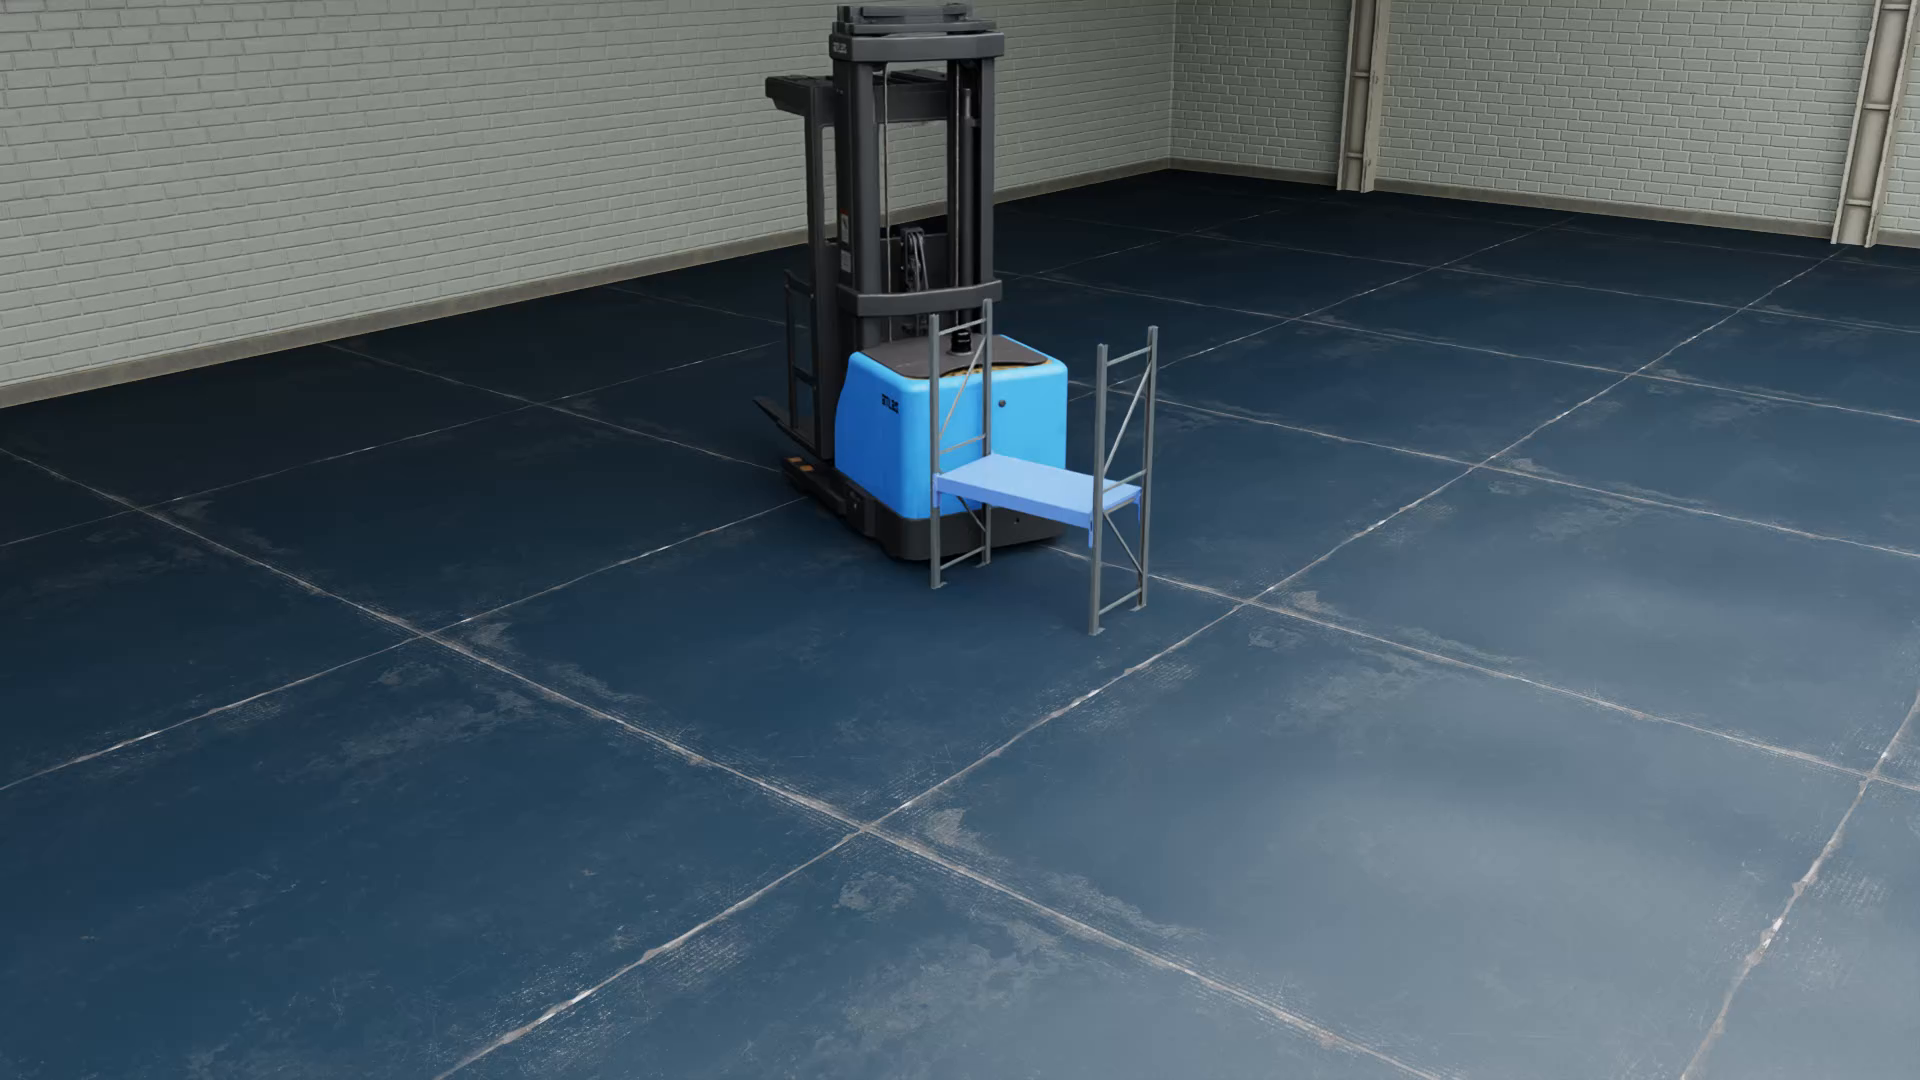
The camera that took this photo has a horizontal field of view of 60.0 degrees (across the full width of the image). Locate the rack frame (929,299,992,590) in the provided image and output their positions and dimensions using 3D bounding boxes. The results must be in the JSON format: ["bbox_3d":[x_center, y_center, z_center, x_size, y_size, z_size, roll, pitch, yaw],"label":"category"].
[{"bbox_3d":[0.006,-0.504,8.879,0.032,1.500,0.500,15,25,35],"label":"rack frame"}]

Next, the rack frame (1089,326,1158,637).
[{"bbox_3d":[0.813,-0.286,8.300,0.032,1.500,0.500,15,25,35],"label":"rack frame"}]

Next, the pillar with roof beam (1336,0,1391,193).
[{"bbox_3d":[2.484,-7.646,17.190,0.400,9.000,9.100,16,26,36],"label":"pillar with roof beam"}]

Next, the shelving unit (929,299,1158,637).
[{"bbox_3d":[0.410,-0.395,8.589,1.048,1.500,0.538,15,25,35],"label":"shelving unit"}]

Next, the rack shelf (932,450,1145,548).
[{"bbox_3d":[0.410,-0.226,8.653,1.000,0.185,0.538,15,25,35],"label":"rack shelf"}]

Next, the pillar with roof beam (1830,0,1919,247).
[{"bbox_3d":[7.133,-6.307,13.640,0.400,9.000,9.100,16,26,36],"label":"pillar with roof beam"}]

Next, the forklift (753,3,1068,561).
[{"bbox_3d":[-0.488,-1.738,10.123,1.130,2.935,3.031,-10,23,-24],"label":"forklift"}]
